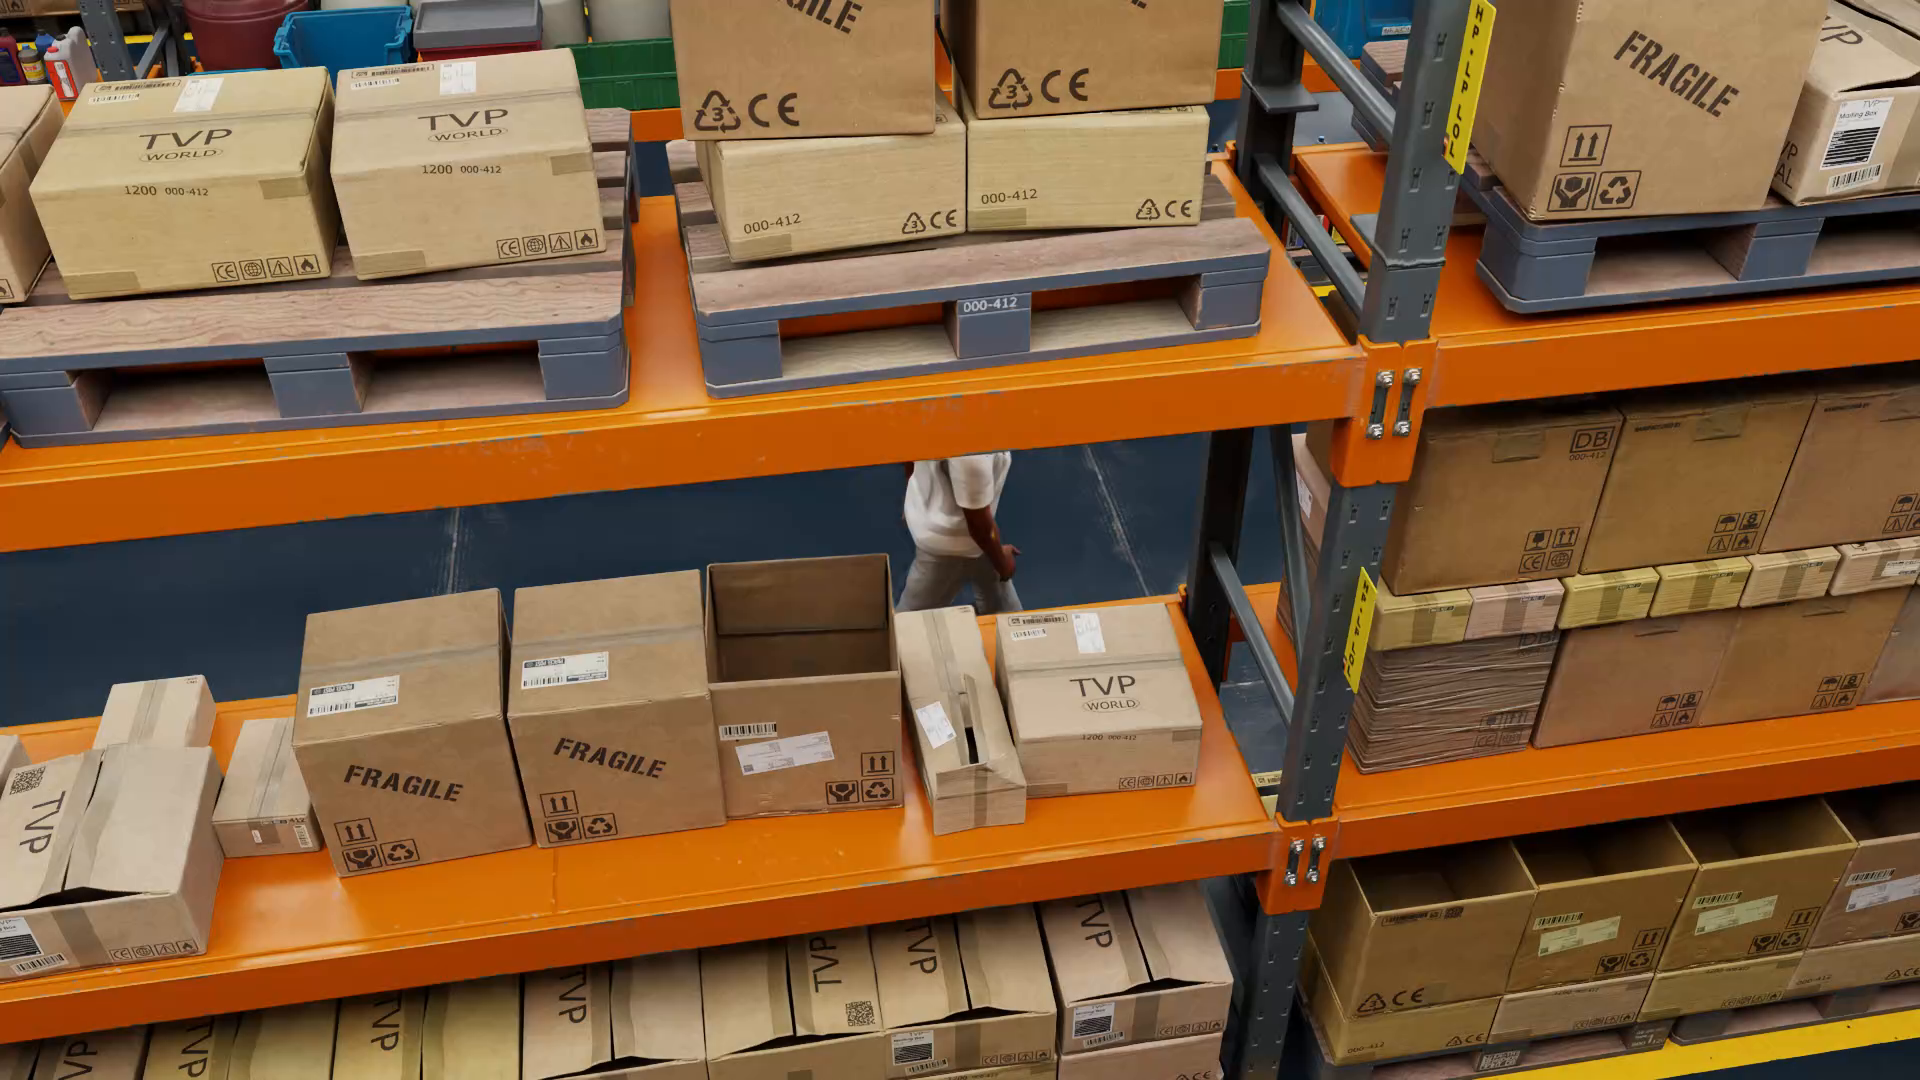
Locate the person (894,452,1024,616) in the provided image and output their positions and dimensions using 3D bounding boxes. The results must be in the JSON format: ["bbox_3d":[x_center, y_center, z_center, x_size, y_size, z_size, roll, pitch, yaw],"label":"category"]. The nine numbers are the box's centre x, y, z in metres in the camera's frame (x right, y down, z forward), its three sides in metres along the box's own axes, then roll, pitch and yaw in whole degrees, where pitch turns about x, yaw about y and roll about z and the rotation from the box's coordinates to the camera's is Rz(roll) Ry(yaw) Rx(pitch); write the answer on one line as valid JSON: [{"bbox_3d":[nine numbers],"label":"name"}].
[{"bbox_3d":[0.023,-0.069,6.218,1.027,1.712,0.577,-7,39,-9],"label":"person"}]
